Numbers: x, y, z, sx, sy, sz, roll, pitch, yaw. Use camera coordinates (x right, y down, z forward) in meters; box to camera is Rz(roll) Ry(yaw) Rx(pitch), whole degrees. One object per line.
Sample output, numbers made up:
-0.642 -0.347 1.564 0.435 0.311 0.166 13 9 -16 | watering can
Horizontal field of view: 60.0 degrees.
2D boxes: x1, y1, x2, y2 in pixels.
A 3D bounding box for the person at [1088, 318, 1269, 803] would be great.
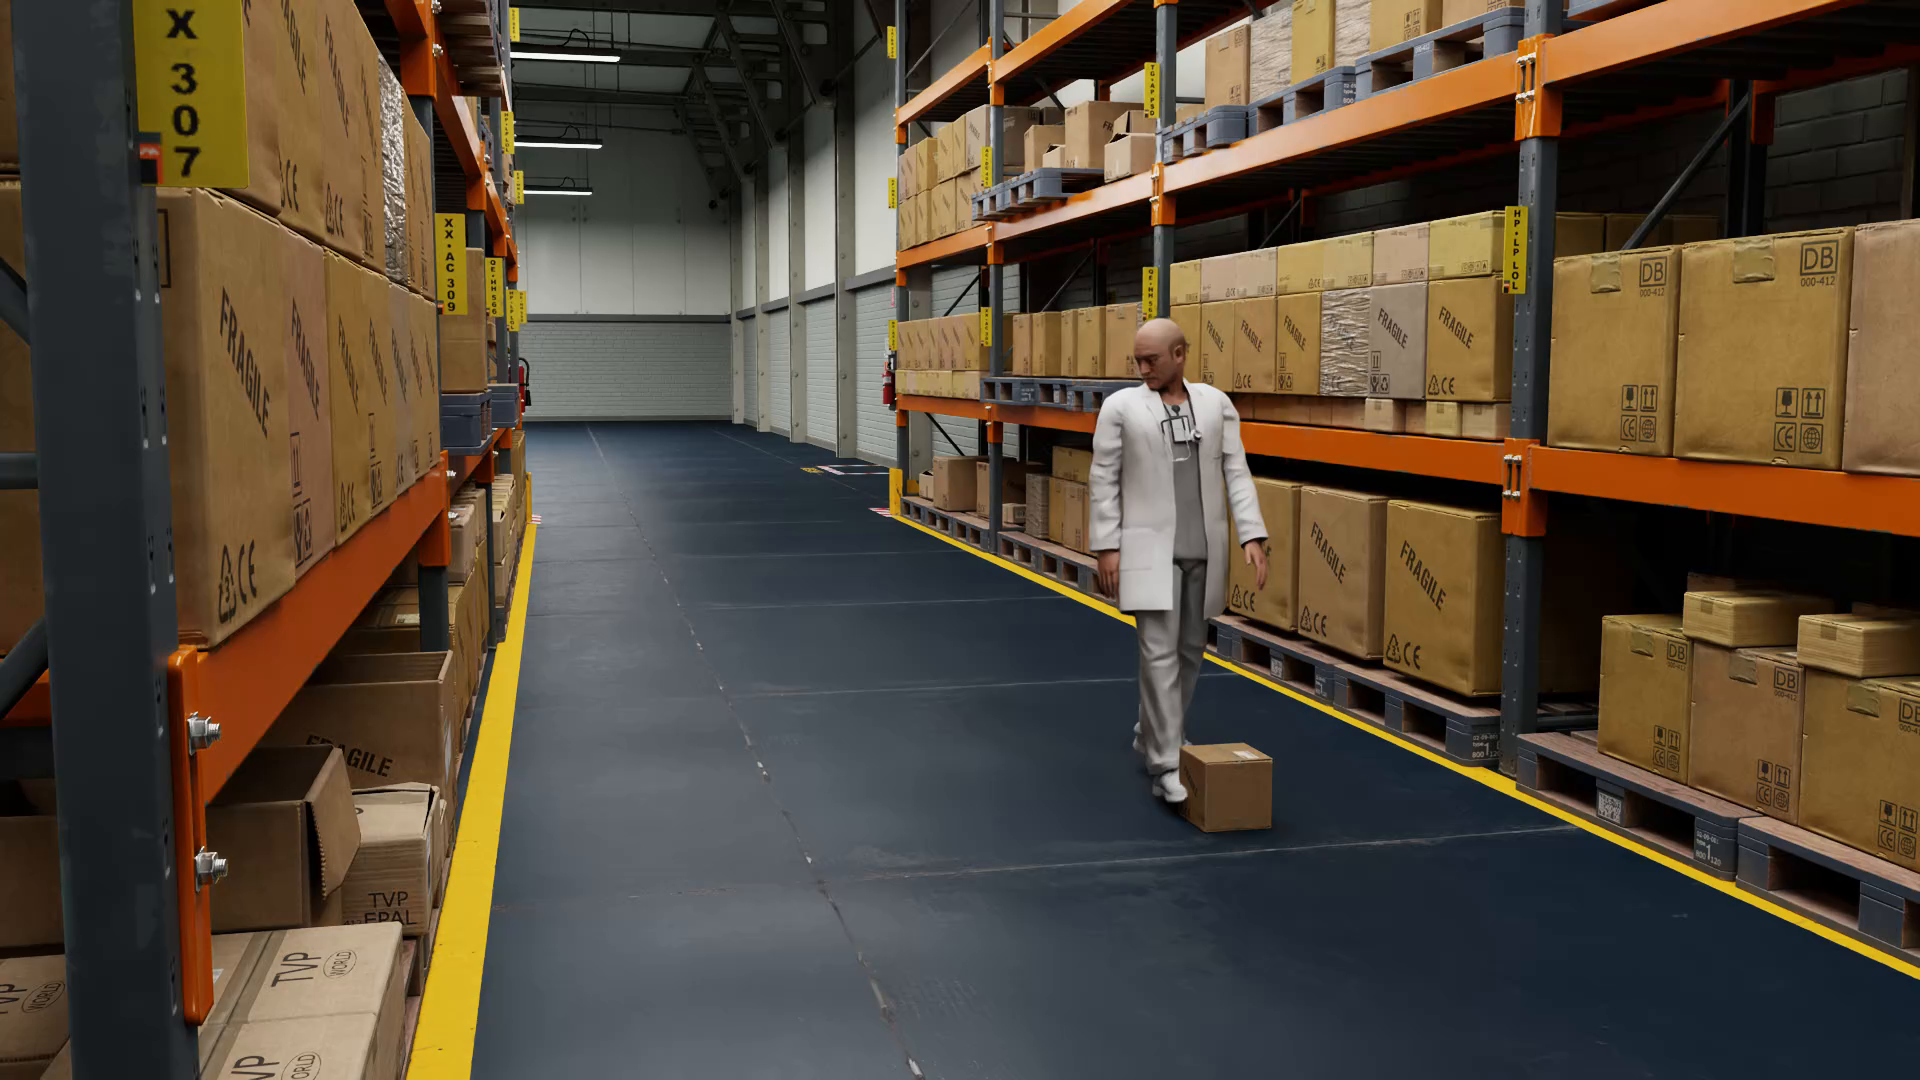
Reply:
0.836 0.055 6.244 0.628 1.762 0.849 -2 6 -19 | person
